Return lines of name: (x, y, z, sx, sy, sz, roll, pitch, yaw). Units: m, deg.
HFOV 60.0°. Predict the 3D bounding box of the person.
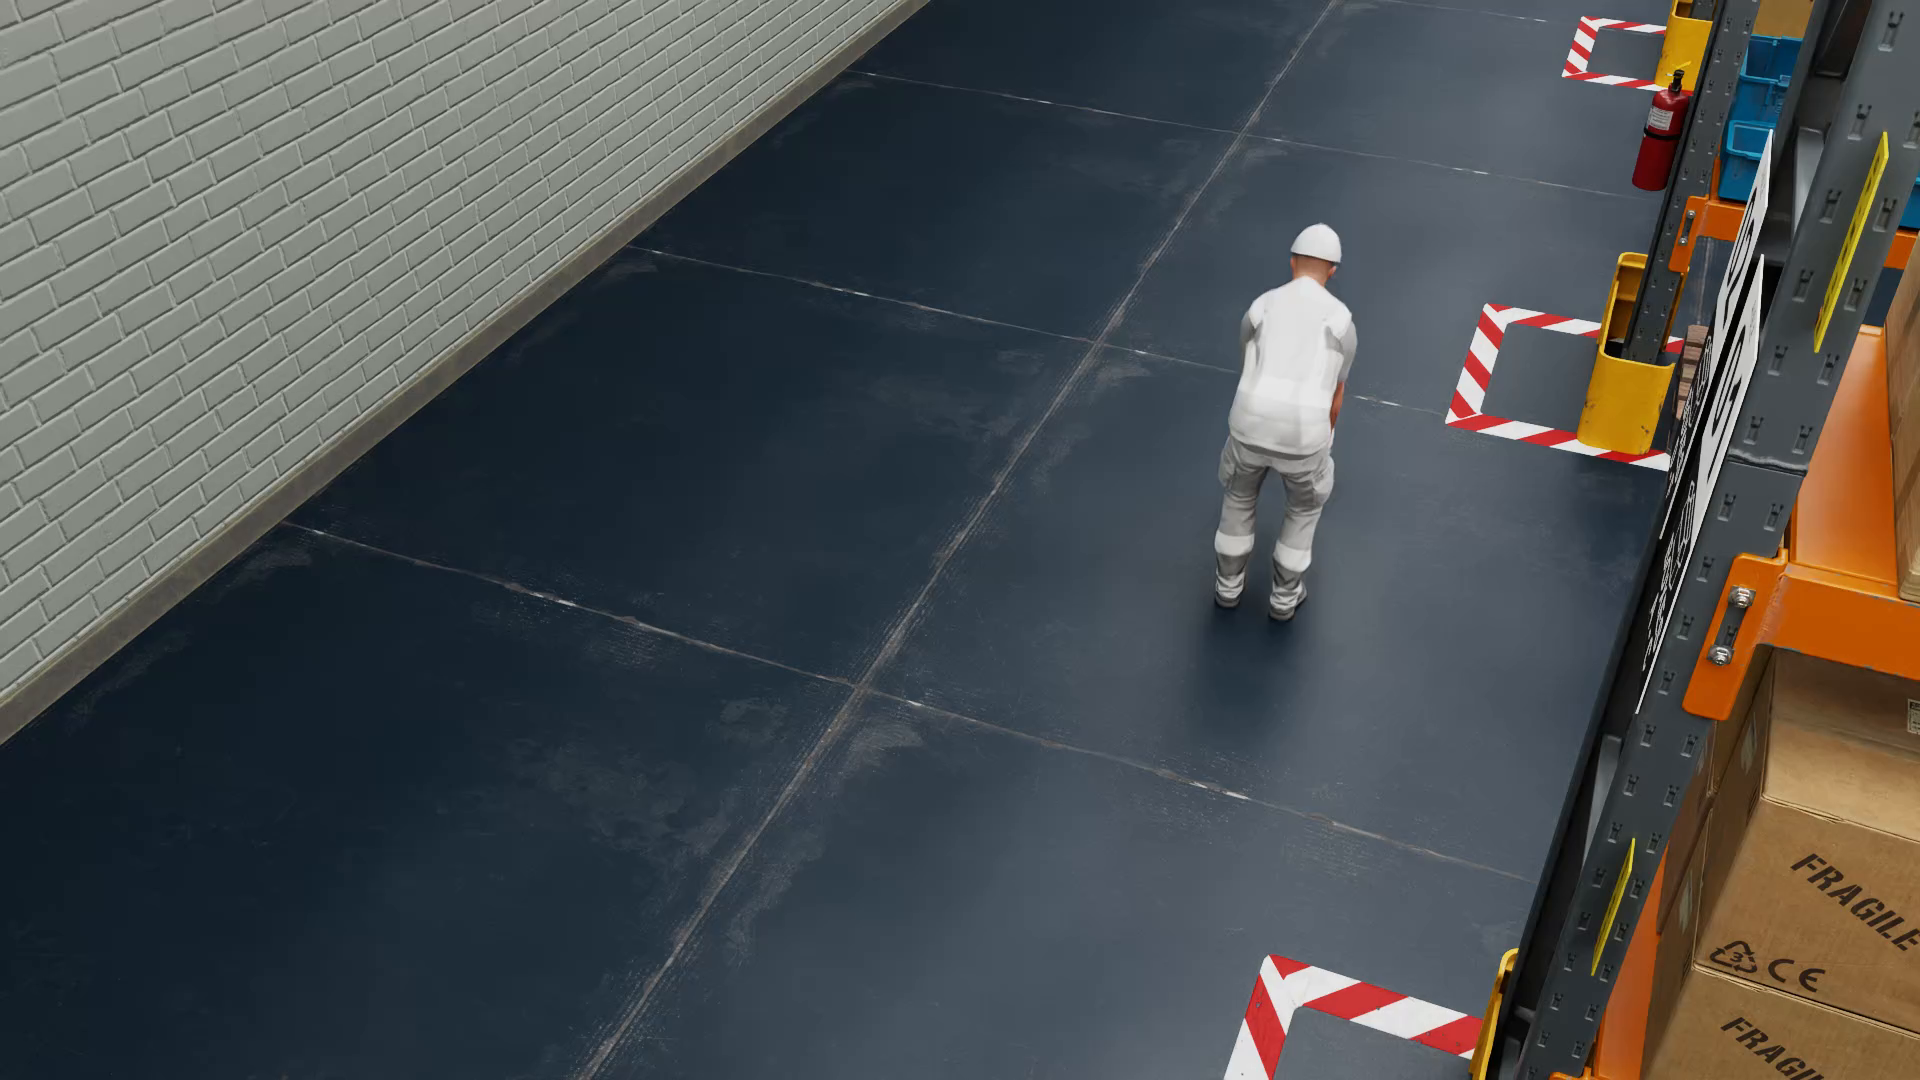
person: (1.356, -0.479, 6.914, 0.485, 1.603, 0.770, 13, 39, 17)
